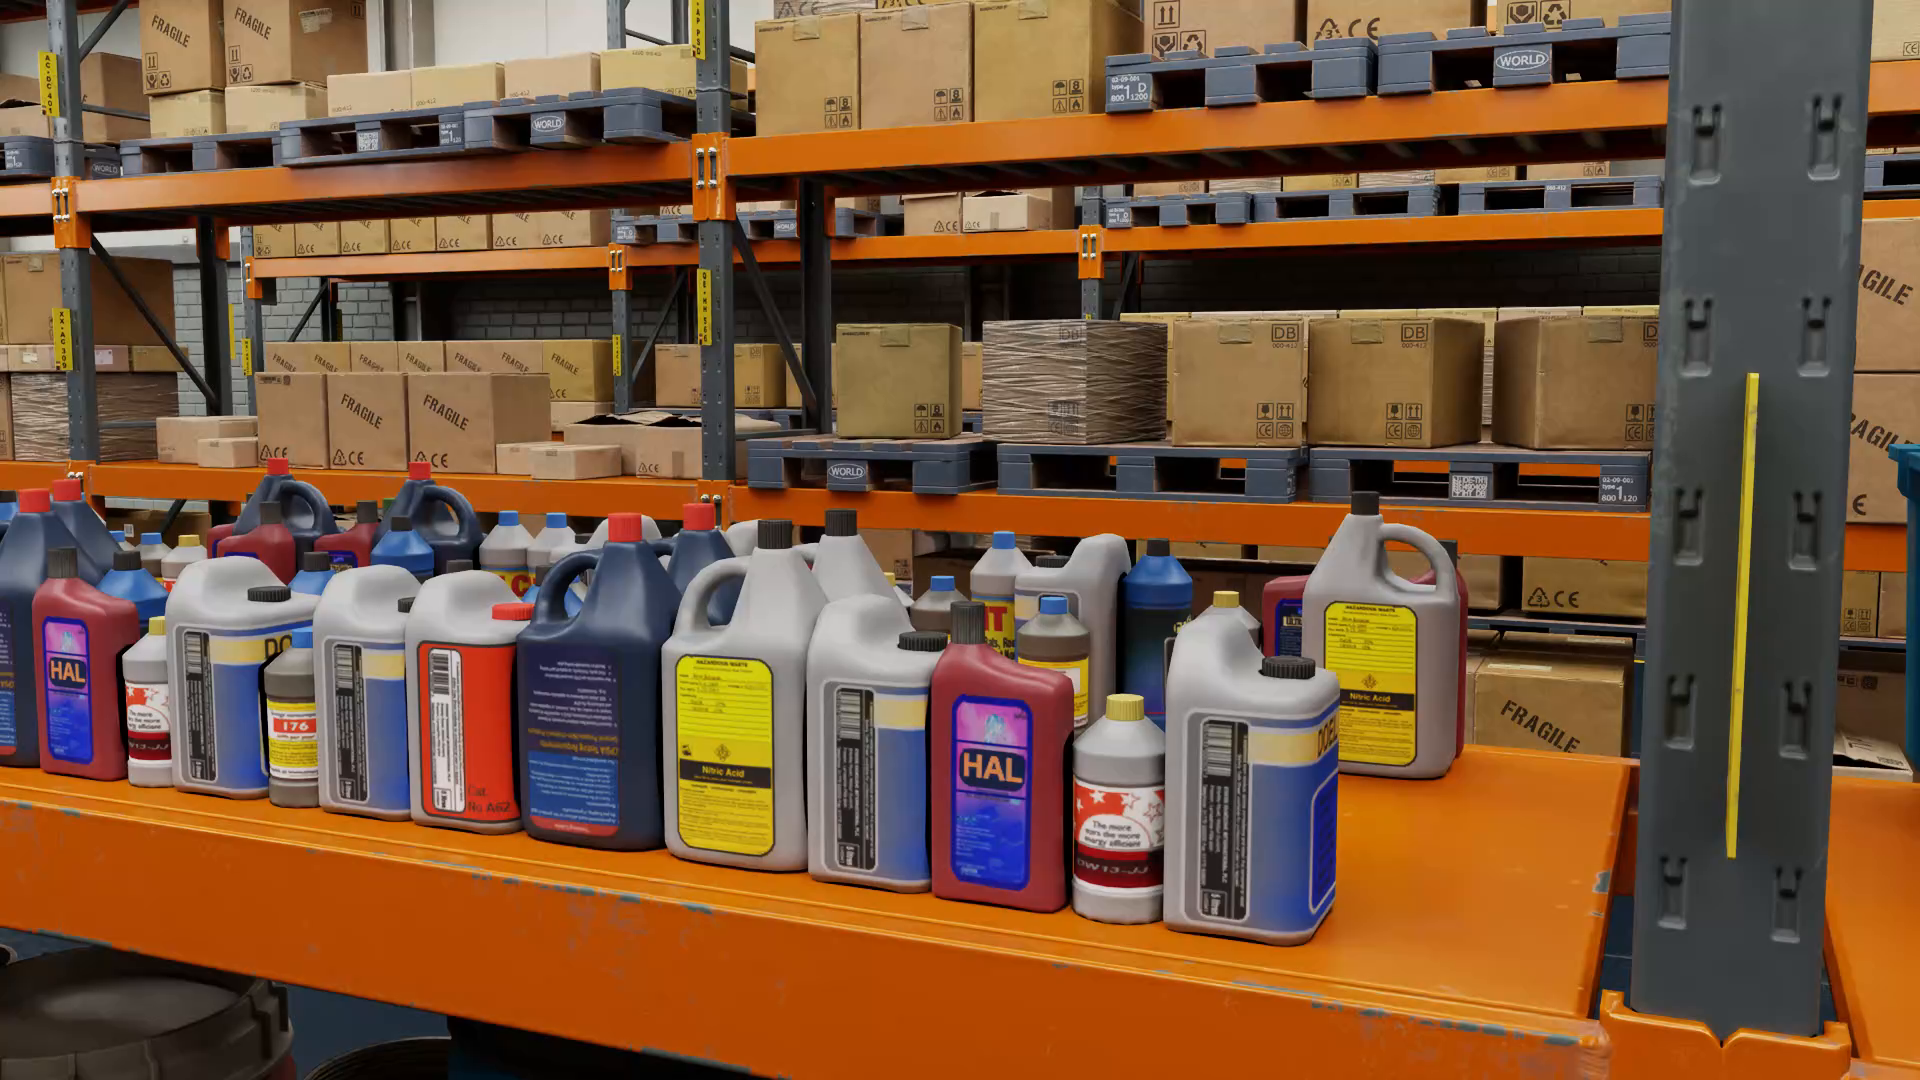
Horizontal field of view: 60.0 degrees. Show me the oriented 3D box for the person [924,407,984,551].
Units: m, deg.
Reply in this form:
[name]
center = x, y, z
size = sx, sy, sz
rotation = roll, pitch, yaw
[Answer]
[person]
center = -0.041, -0.136, 11.090
size = 0.452, 1.602, 0.475
rotation = 5, 7, 38
